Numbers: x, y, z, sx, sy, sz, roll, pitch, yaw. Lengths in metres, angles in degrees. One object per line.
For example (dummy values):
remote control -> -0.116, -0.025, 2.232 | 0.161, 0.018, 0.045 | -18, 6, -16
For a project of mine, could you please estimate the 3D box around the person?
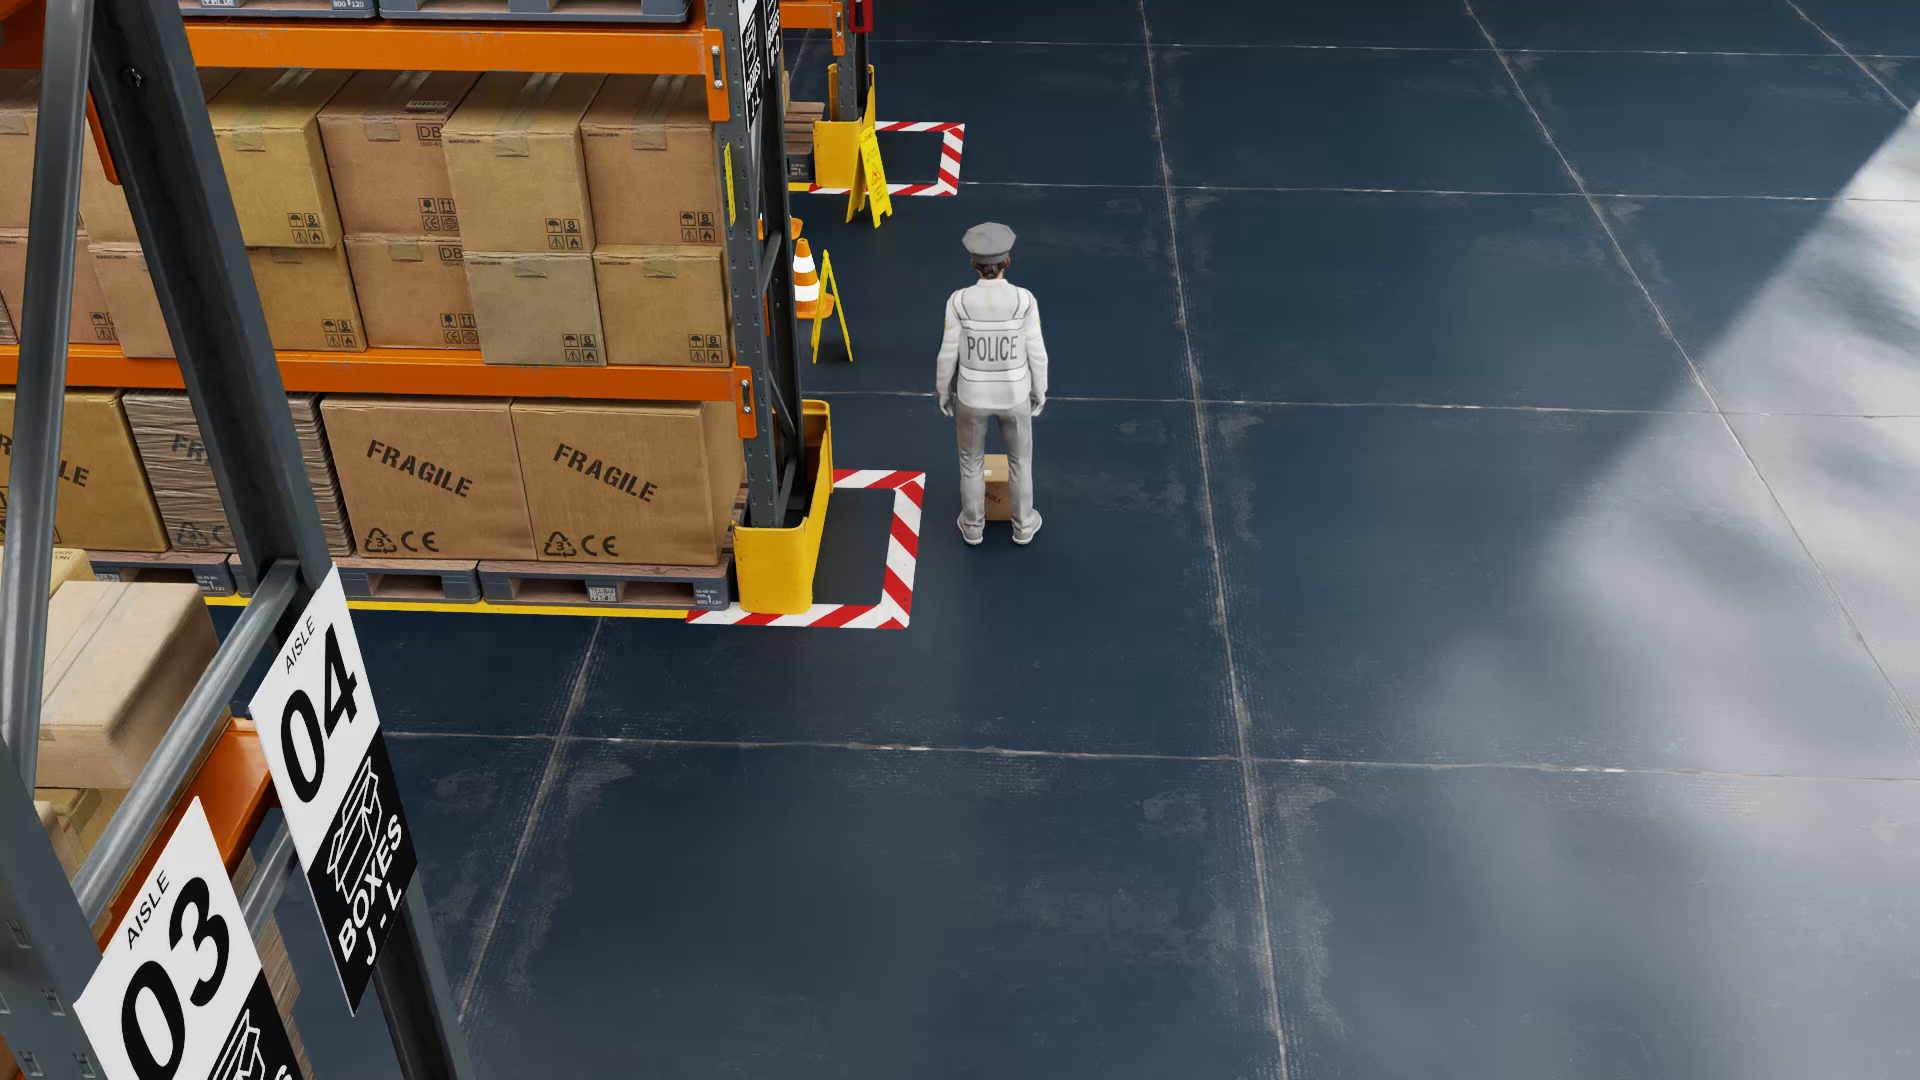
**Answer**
person -> 0.157, -0.710, 8.092 | 0.538, 1.663, 0.377 | 1, 36, 1
